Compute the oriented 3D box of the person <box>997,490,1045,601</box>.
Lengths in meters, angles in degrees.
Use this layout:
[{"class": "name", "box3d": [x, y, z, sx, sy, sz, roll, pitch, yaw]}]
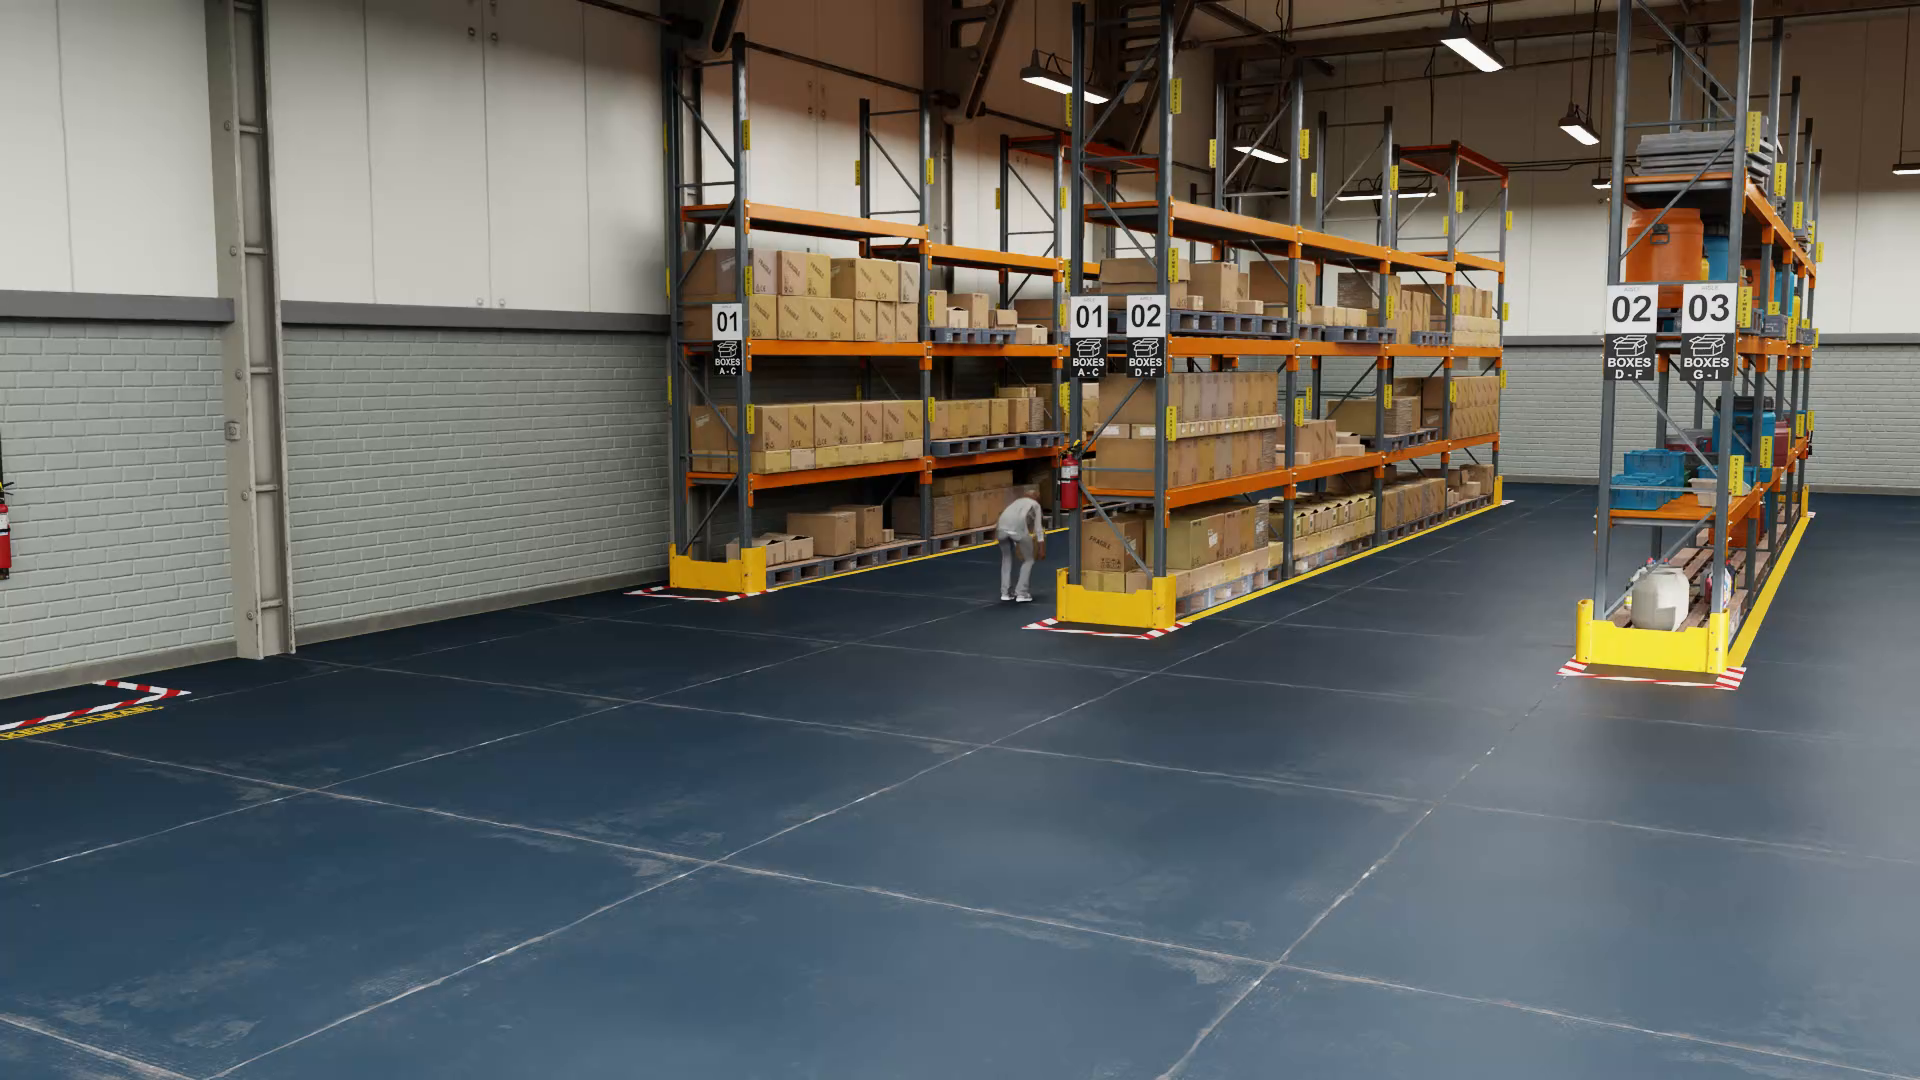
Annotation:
[{"class": "person", "box3d": [0.676, 0.059, 18.015, 0.391, 1.170, 0.829, 3, 7, 26]}]
